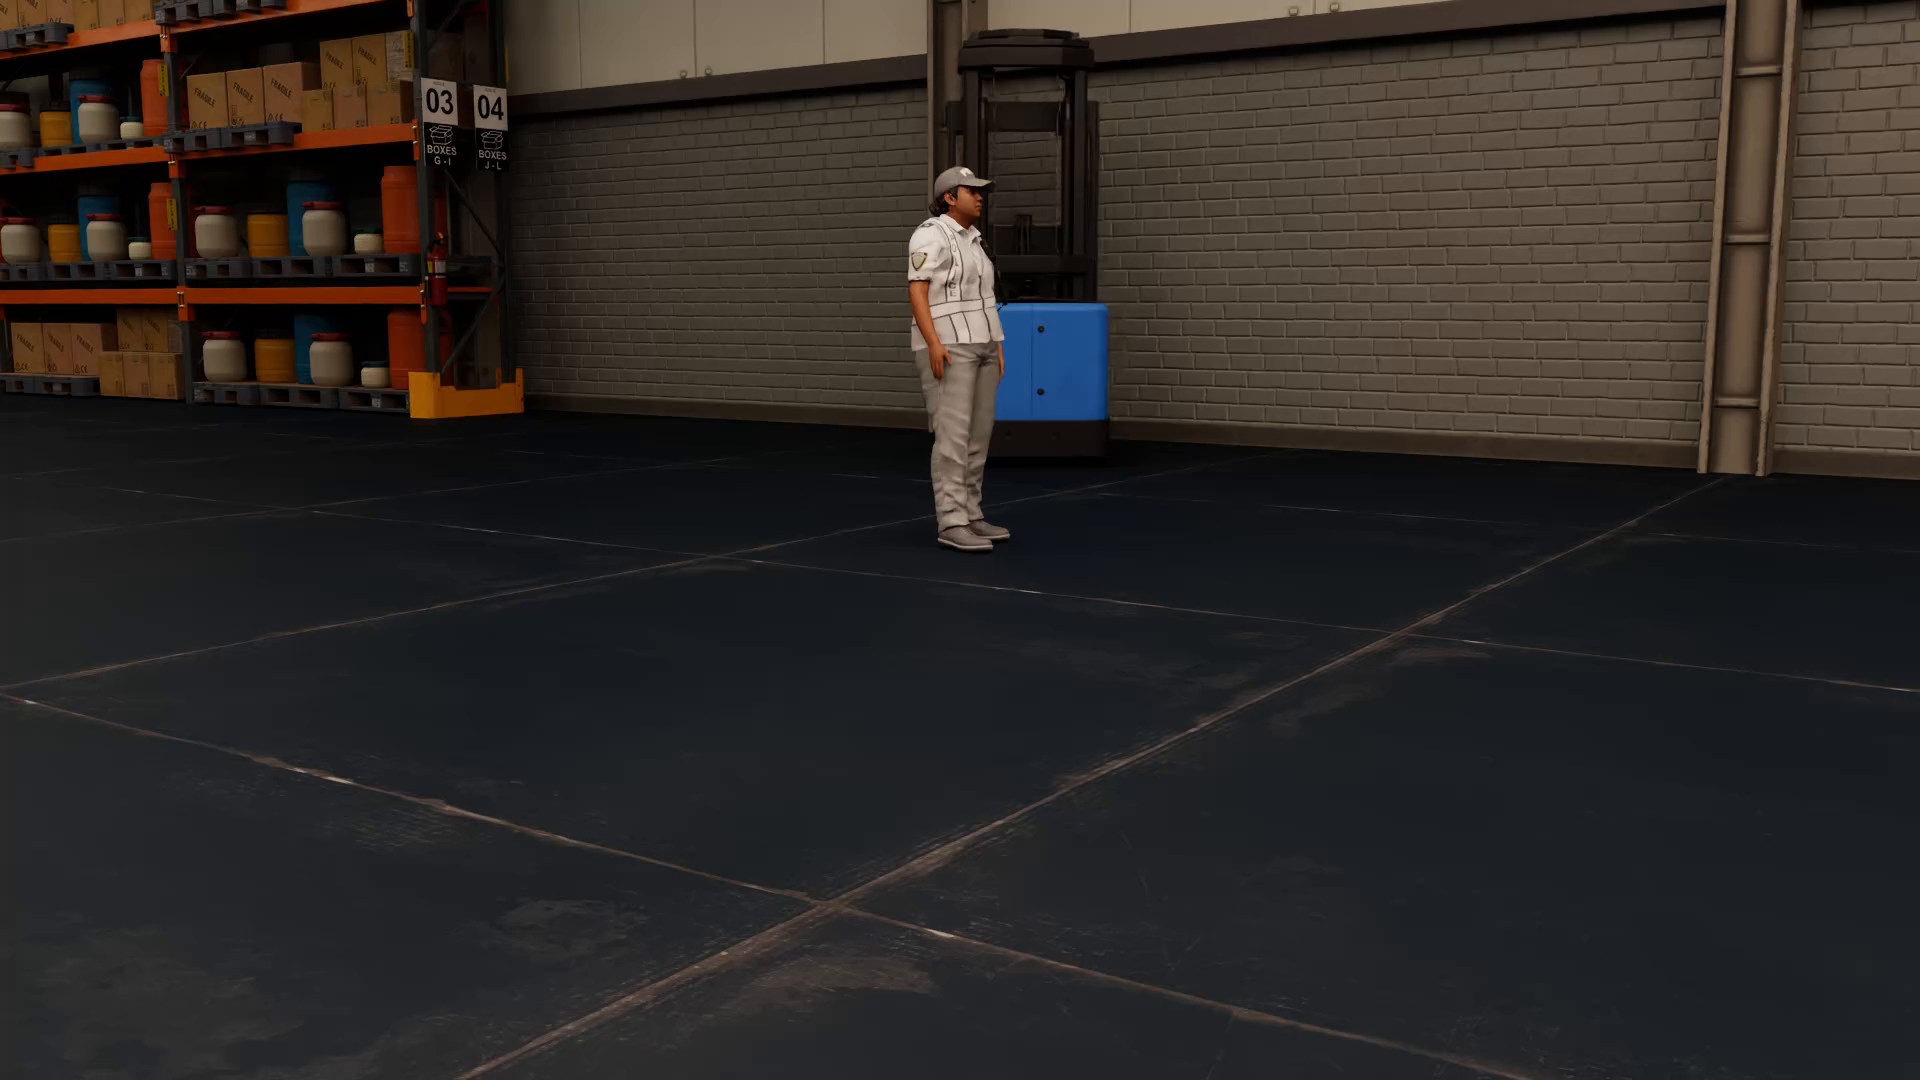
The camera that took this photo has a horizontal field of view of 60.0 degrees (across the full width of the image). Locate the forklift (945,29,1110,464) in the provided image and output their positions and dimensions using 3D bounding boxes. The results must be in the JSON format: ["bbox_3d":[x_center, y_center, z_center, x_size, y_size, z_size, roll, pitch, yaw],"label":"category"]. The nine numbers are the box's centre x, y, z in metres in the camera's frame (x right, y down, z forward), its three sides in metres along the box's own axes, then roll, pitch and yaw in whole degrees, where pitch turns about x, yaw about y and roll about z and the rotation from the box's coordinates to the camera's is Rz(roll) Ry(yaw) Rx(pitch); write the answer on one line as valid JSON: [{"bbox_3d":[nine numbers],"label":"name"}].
[{"bbox_3d":[0.443,-2.139,12.236,1.130,2.935,3.031,0,8,-1],"label":"forklift"}]

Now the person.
[{"bbox_3d":[0.051,-0.823,7.424,0.529,1.670,0.598,5,10,34],"label":"person"}]
